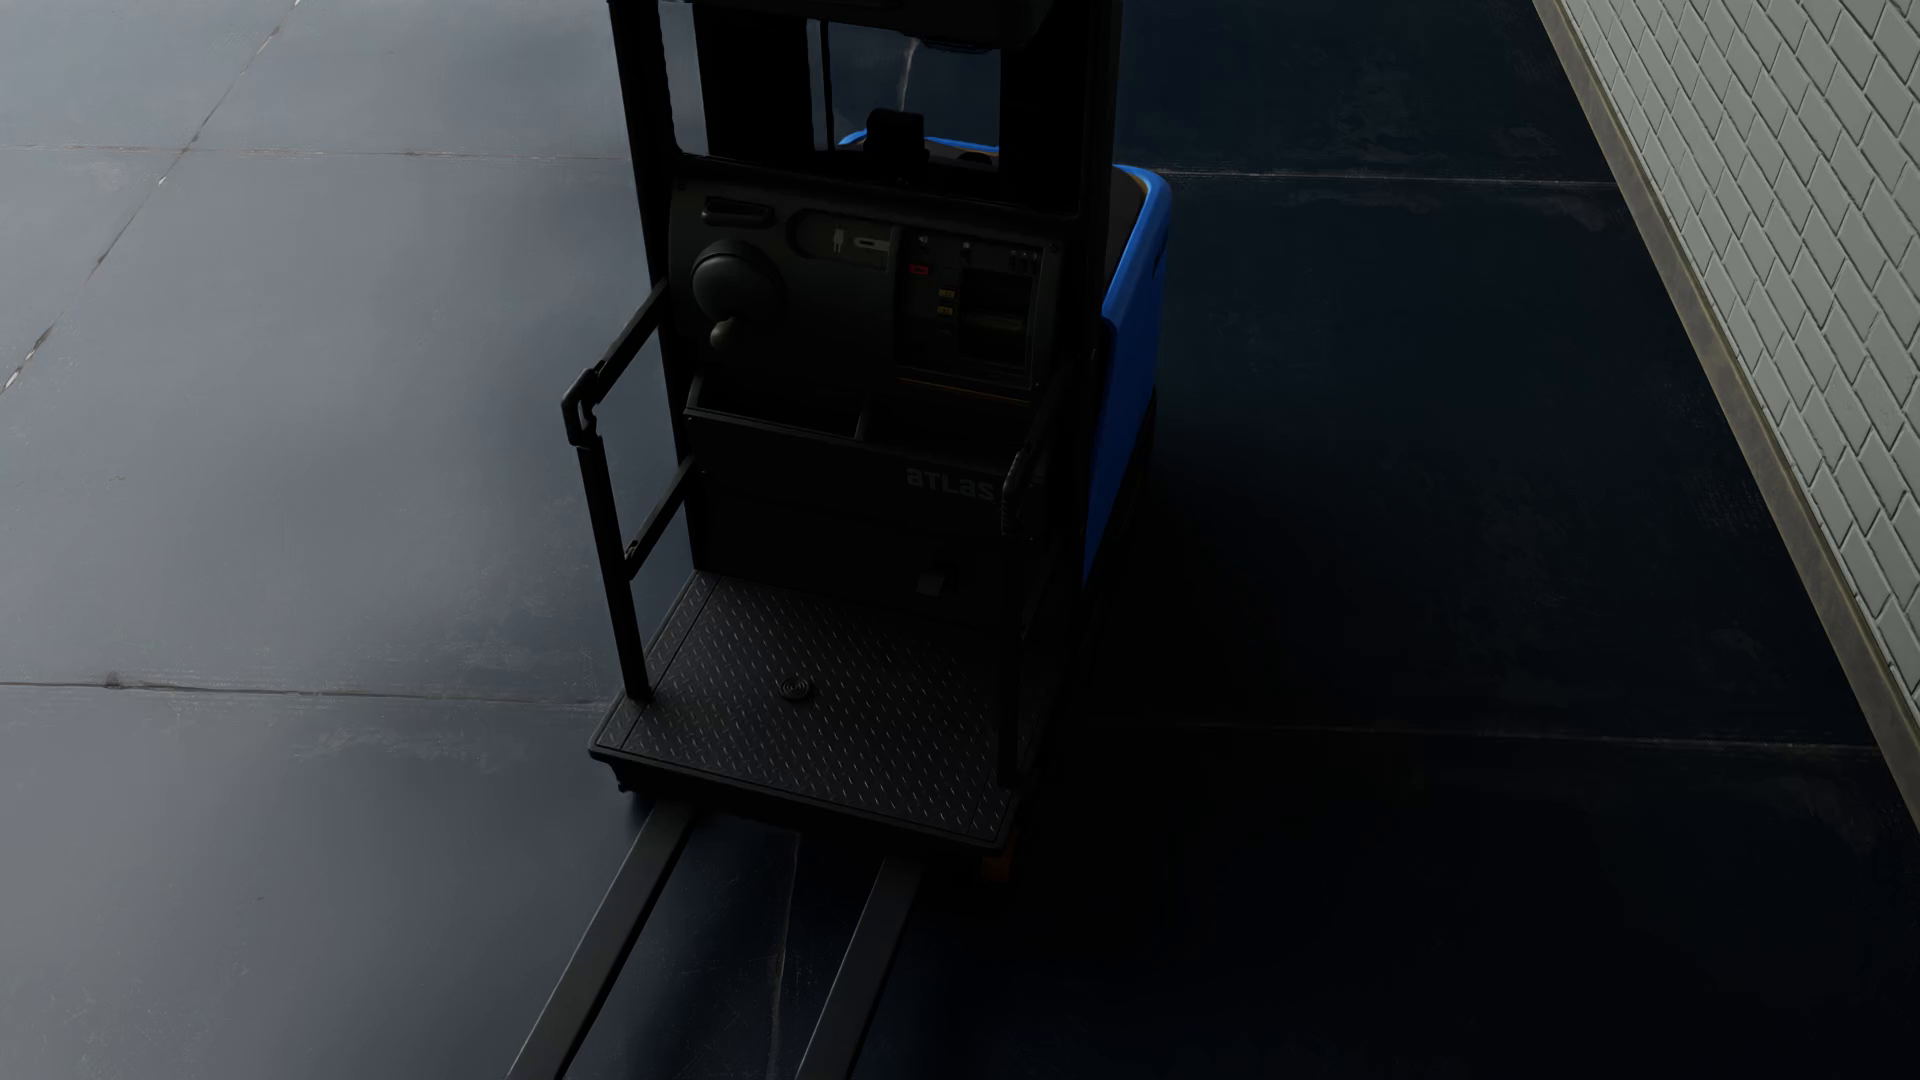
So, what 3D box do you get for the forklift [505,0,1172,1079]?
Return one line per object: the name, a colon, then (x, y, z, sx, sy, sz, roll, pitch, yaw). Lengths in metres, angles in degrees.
forklift: (-0.284, -0.492, 3.628, 1.130, 2.935, 3.031, 12, 44, 12)
